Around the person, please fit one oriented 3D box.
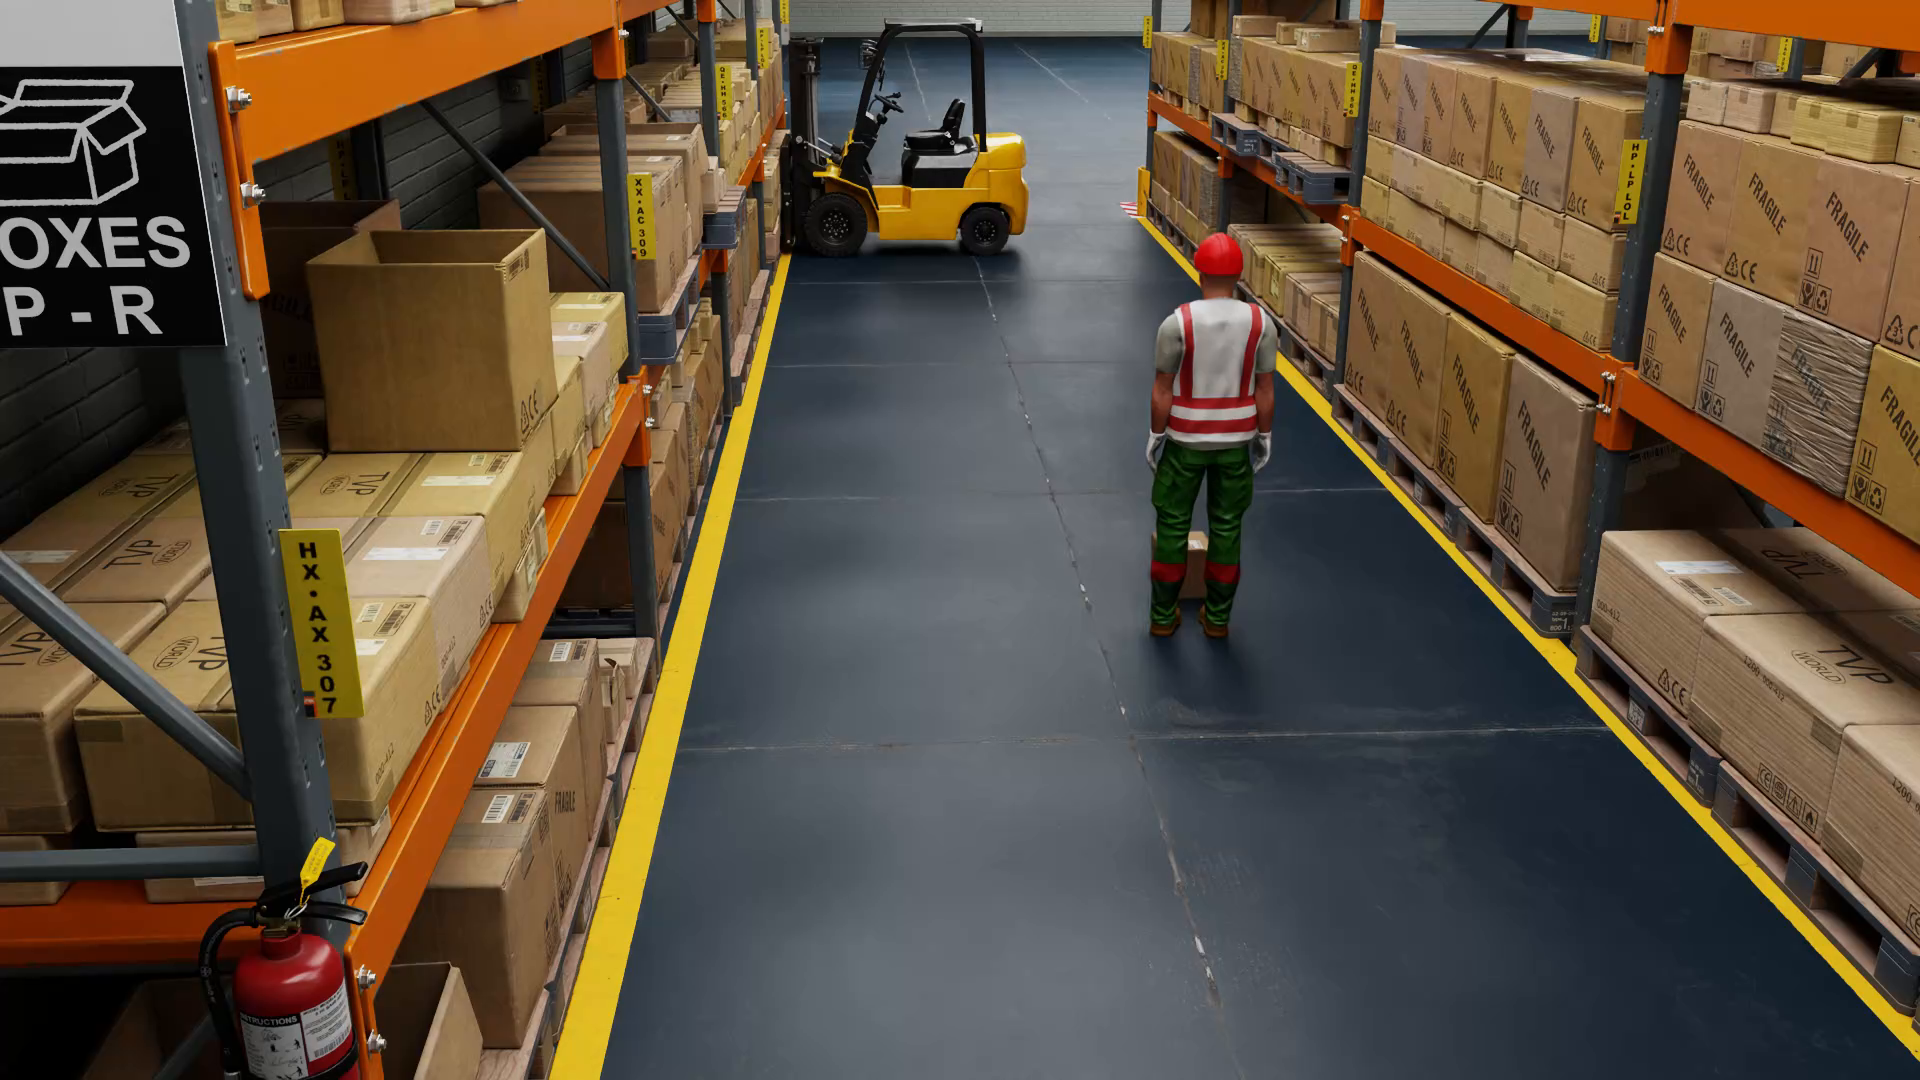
[{"bbox_3d":[1.079,-0.439,7.231,0.544,1.795,0.359,-1,20,-3],"label":"person"}]
